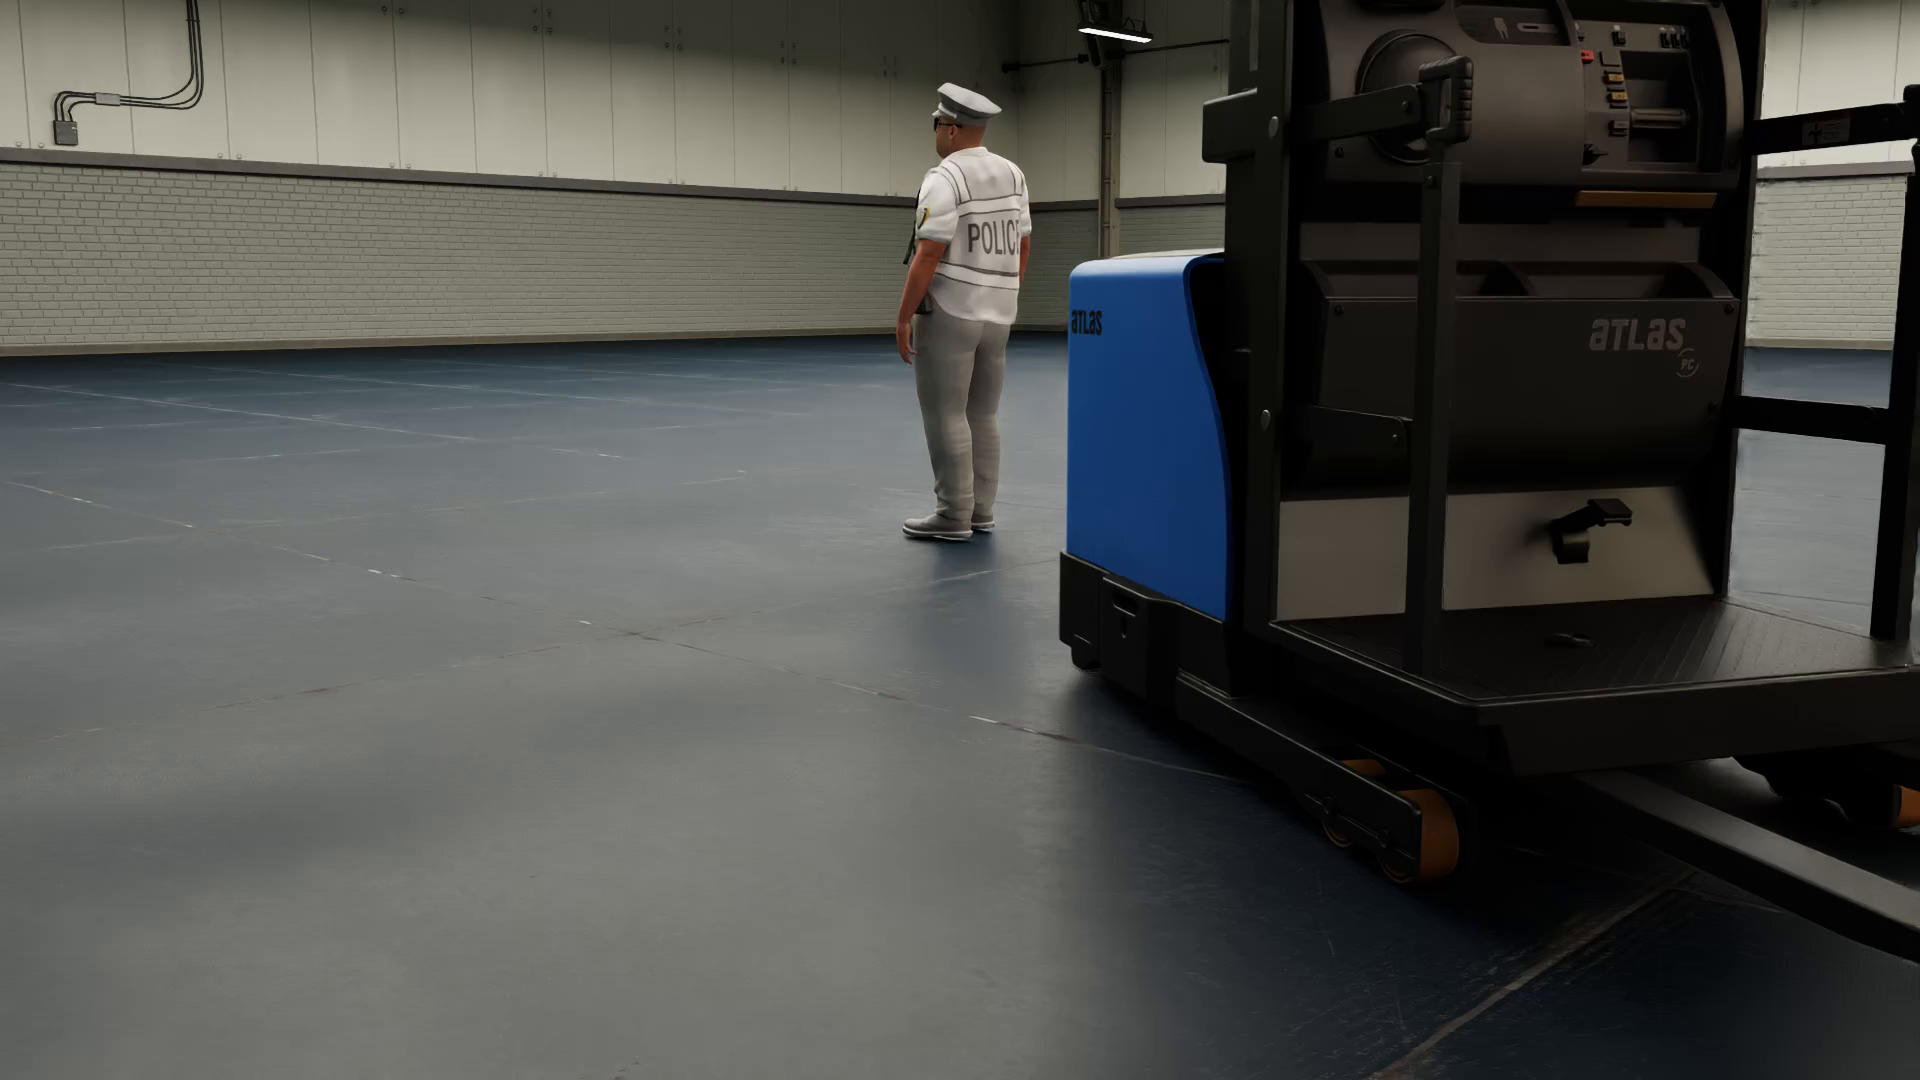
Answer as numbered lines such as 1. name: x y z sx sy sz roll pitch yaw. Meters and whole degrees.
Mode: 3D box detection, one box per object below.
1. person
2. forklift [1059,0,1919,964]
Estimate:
1. person: -0.047 -0.898 6.645 0.575 1.781 0.640 8 12 43
2. forklift: 1.175 -0.928 3.034 1.130 2.935 3.031 -3 9 -16
